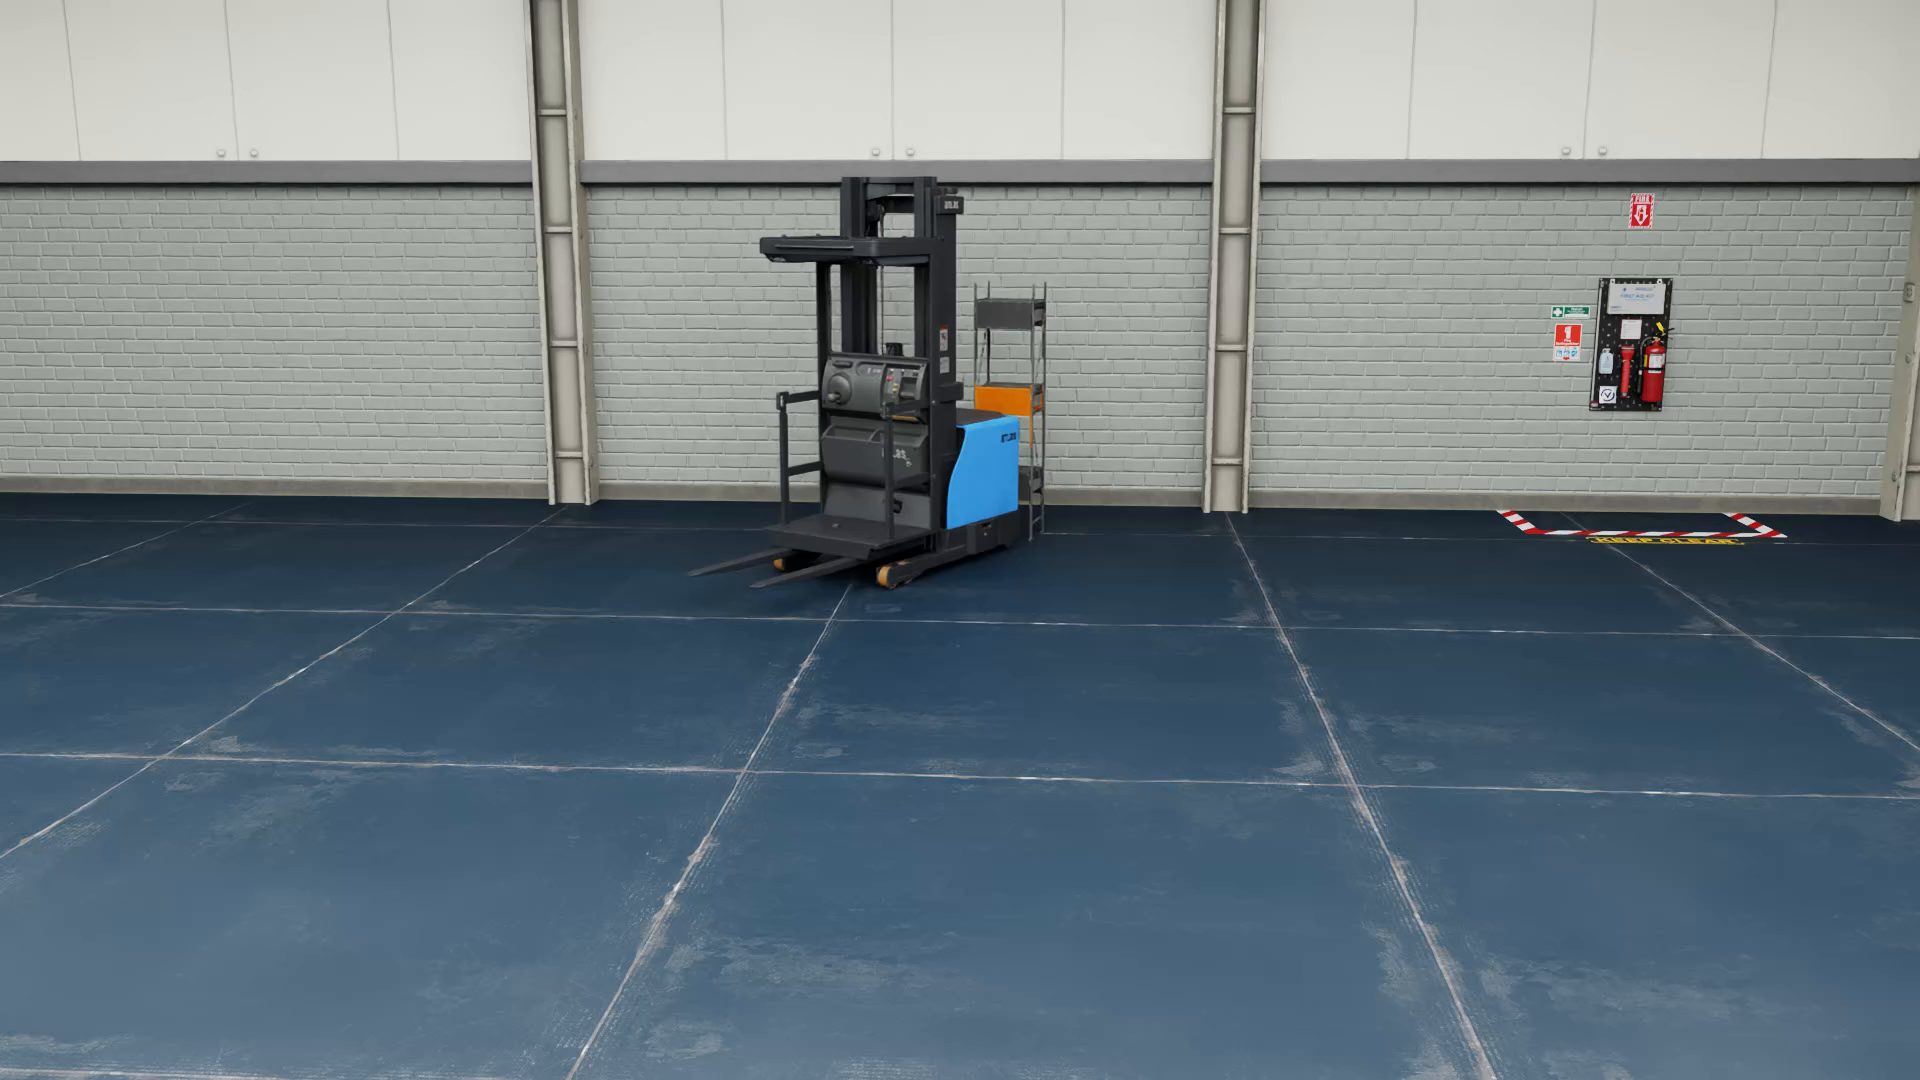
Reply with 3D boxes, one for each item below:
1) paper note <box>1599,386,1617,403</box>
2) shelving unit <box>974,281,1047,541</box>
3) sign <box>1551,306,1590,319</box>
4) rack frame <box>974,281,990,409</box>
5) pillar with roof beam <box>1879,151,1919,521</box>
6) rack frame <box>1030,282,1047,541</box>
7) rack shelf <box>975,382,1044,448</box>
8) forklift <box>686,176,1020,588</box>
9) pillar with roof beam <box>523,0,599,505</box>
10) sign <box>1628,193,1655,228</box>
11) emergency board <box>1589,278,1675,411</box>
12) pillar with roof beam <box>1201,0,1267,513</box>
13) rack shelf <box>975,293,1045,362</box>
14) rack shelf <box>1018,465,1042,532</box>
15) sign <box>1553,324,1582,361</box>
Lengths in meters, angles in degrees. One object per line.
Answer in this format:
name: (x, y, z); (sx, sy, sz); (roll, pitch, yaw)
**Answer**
paper note: (5.751, -1.289, 14.757); (0.142, 0.148, 0.016); (1, 12, 4)
shelving unit: (0.413, -1.073, 13.769); (0.503, 2.100, 0.431); (4, 12, 18)
sign: (5.382, -2.007, 14.657); (0.331, 0.109, 0.001); (1, 12, 4)
rack frame: (0.181, -1.089, 13.843); (0.015, 2.100, 0.400); (4, 12, 18)
pillar with roof beam: (8.098, -3.719, 9.570); (0.400, 9.000, 9.100); (1, 12, 4)
rack frame: (0.645, -1.058, 13.696); (0.015, 2.100, 0.400); (4, 12, 18)
rack shelf: (0.413, -1.060, 13.772); (0.480, 0.518, 0.431); (4, 12, 18)
forklift: (-0.767, -1.193, 12.314); (1.130, 2.935, 3.031); (8, 14, 34)
pillar with roof beam: (-3.875, -3.883, 10.355); (0.400, 9.000, 9.100); (1, 12, 4)
sign: (5.921, -2.859, 14.448); (0.199, 0.298, 0.001); (1, 12, 4)
emergency board: (5.923, -1.704, 14.587); (0.643, 1.169, 0.194); (1, 12, 4)
pillar with roof beam: (2.111, -3.801, 9.962); (0.400, 9.000, 9.100); (1, 12, 4)
rack shelf: (0.413, -1.745, 13.629); (0.480, 0.518, 0.431); (4, 12, 18)
rack shelf: (0.412, -0.375, 13.916); (0.480, 0.518, 0.431); (4, 12, 18)
sign: (5.378, -1.750, 14.721); (0.234, 0.329, 0.001); (1, 12, 4)
